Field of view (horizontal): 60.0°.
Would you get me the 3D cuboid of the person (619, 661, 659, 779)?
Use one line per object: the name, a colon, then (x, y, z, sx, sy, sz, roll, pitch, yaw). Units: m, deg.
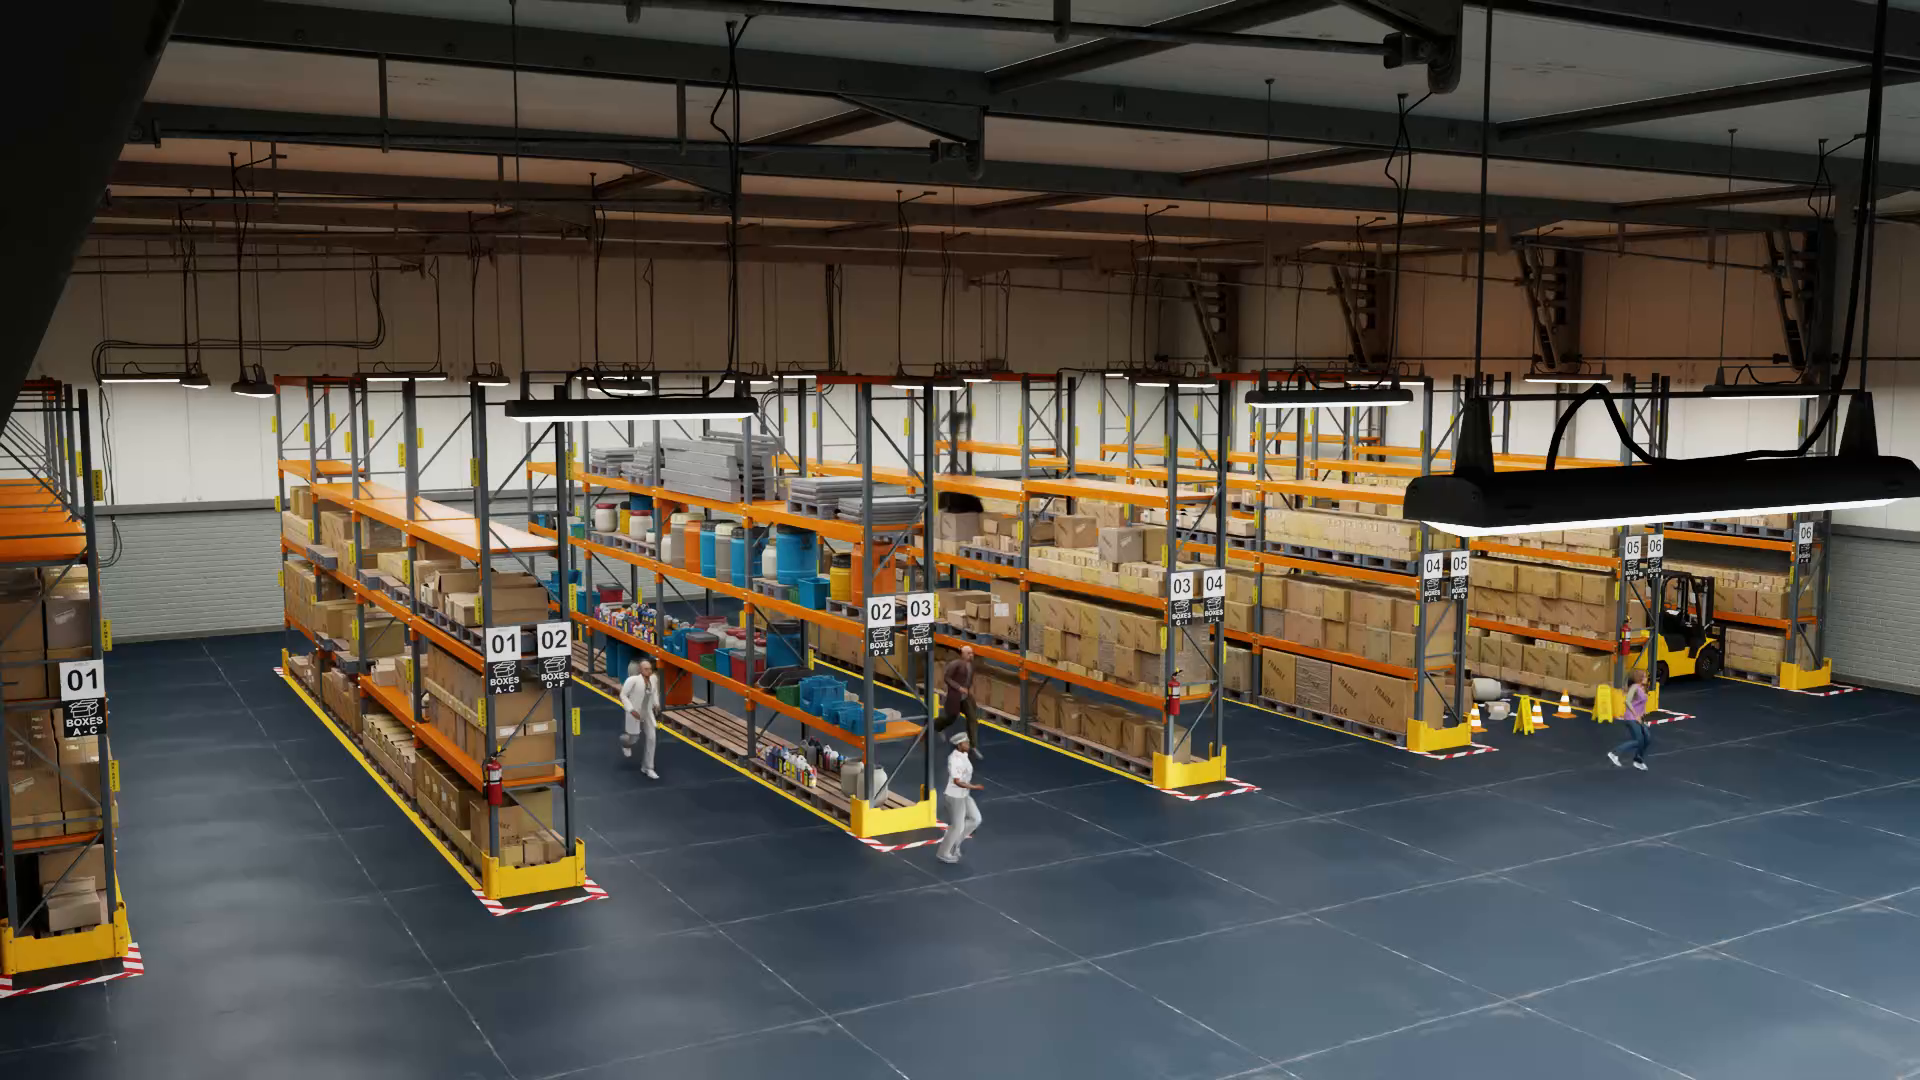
person: (-4.911, 2.703, 25.443, 0.714, 1.778, 1.084, -5, 8, -37)

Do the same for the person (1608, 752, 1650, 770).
person: (10.296, 3.399, 25.587, 0.583, 0.365, 0.545, 3, 7, 29)

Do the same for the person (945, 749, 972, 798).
person: (-0.022, 2.917, 20.897, 0.377, 0.587, 0.557, 1, 6, 12)
